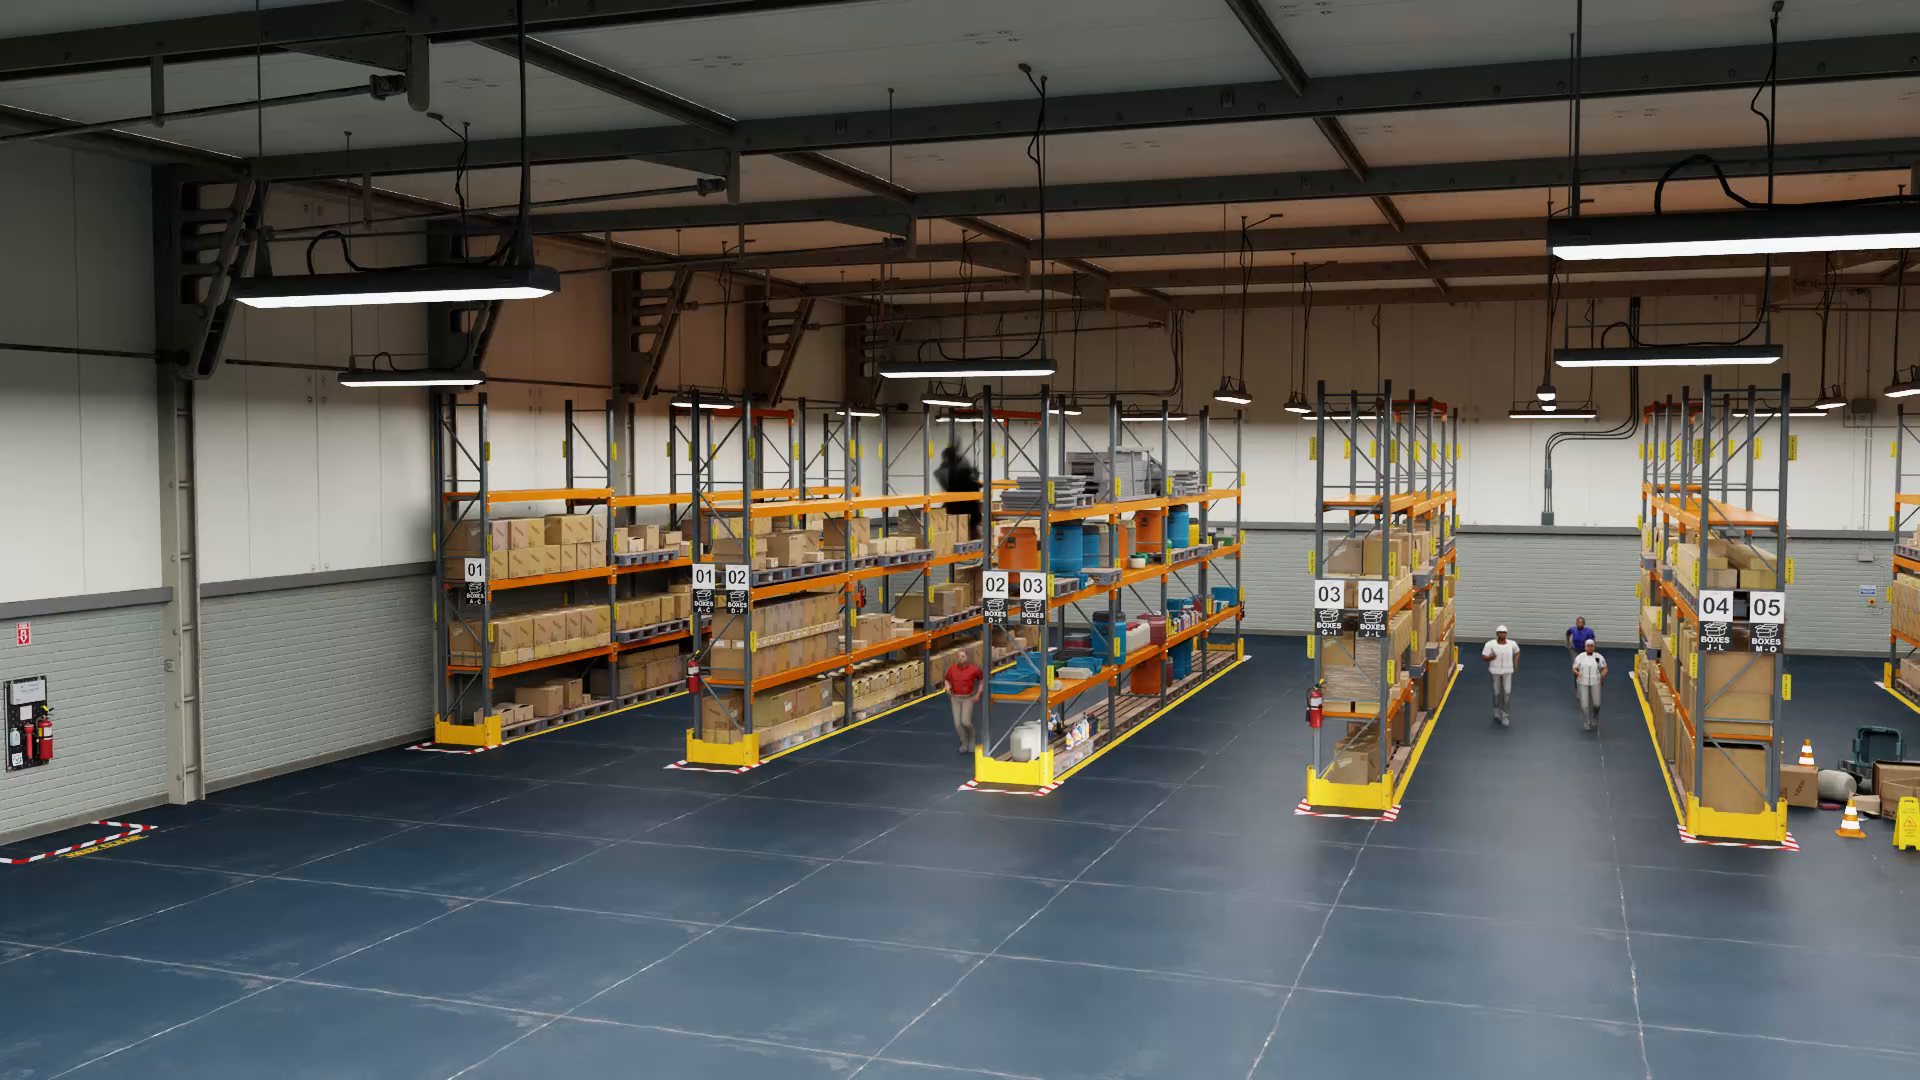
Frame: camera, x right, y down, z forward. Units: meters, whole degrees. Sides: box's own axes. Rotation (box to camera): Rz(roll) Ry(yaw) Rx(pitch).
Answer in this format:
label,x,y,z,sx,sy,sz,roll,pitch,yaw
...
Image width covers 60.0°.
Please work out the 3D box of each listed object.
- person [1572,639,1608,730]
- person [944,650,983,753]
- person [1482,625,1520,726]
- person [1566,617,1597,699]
label,x,y,z,sx,sy,sz,roll,pitch,yaw
person,11.301,2.599,29.839,0.599,1.621,0.546,1,3,20
person,0.032,2.687,27.570,0.659,1.715,0.645,1,3,21
person,9.968,2.471,30.639,0.684,1.809,0.802,1,3,15
person,12.727,2.393,34.096,0.579,1.653,0.997,1,3,17
